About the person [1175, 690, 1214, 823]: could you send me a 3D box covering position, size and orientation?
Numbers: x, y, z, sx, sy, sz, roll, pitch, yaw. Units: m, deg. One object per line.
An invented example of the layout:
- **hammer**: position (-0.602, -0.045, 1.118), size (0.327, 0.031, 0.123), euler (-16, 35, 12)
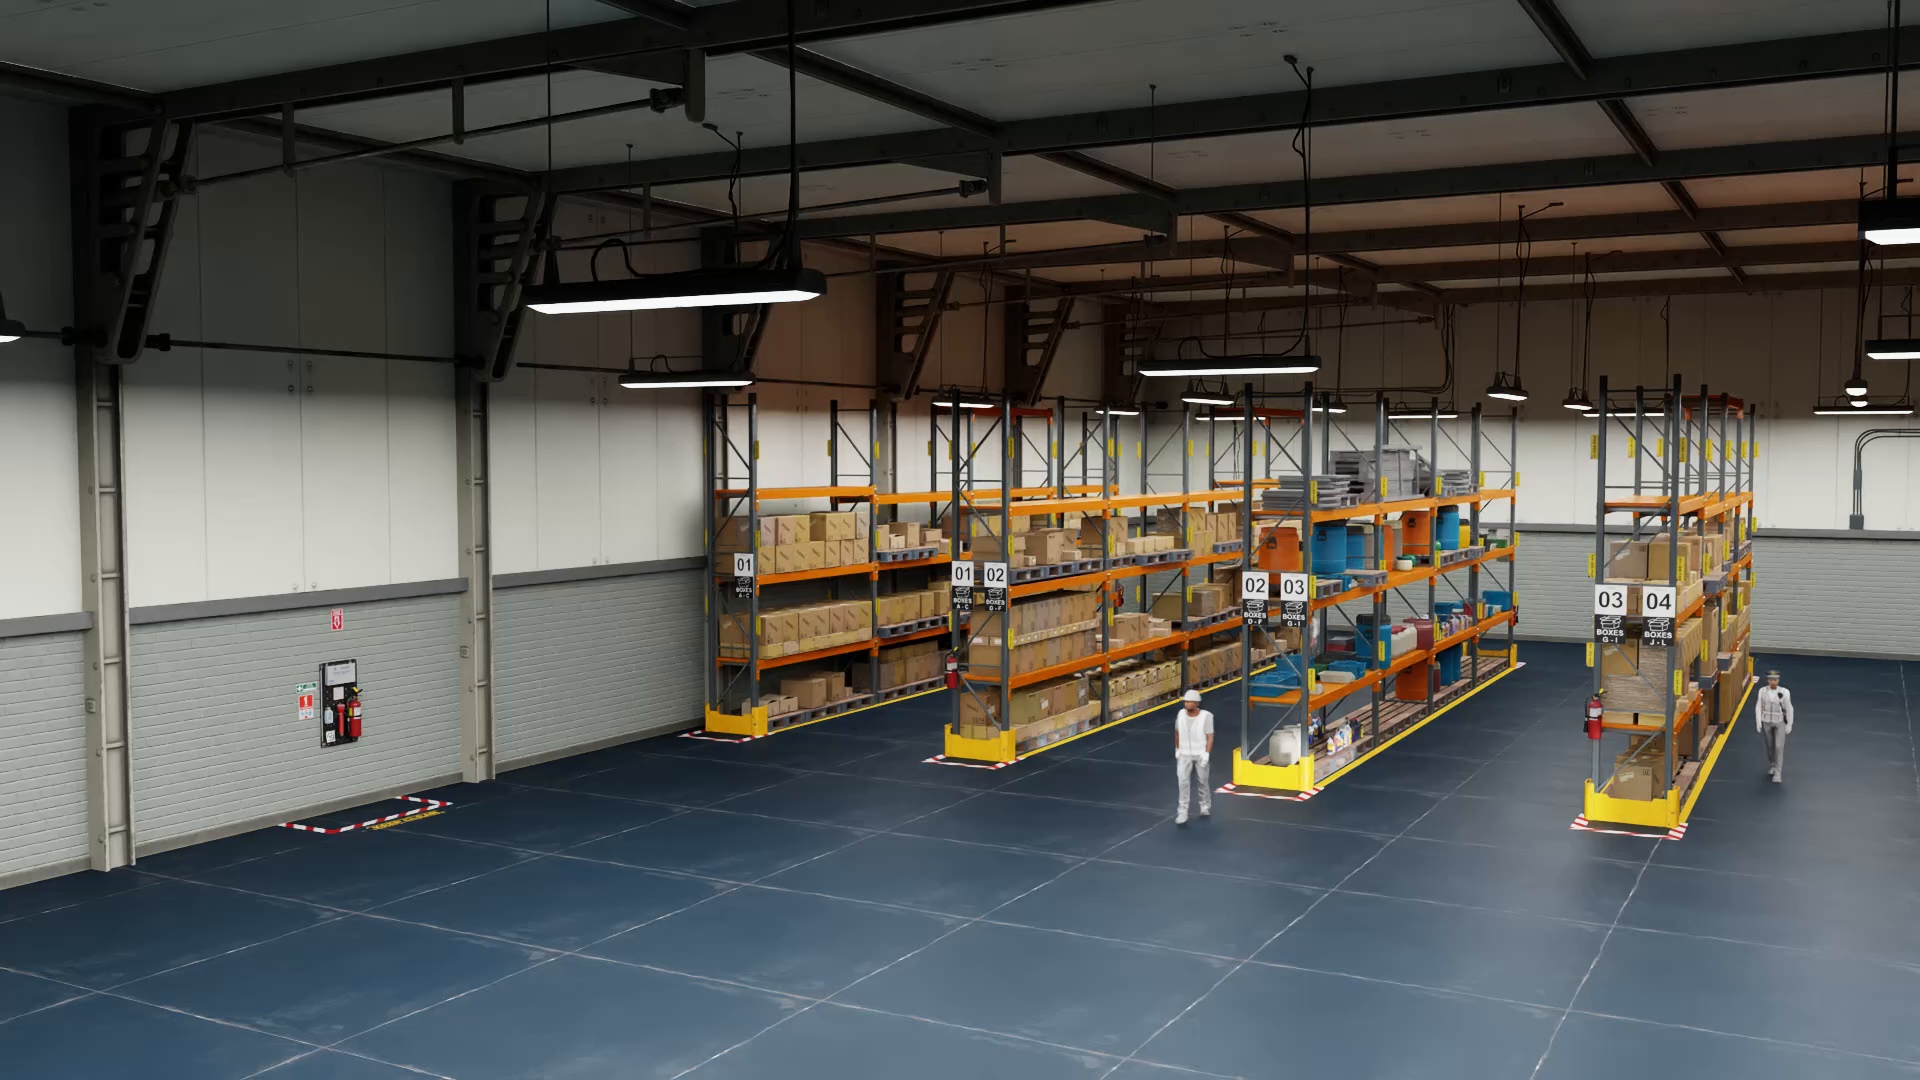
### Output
- **person**: position (3.125, 2.890, 22.392), size (0.581, 1.737, 0.969), euler (1, 3, 24)

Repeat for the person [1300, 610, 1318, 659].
- **person**: position (7.639, 2.242, 36.371), size (0.387, 1.539, 0.972), euler (2, 3, 28)

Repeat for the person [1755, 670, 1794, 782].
- **person**: position (12.348, 2.792, 25.276), size (0.500, 1.637, 0.880), euler (3, 4, 41)
